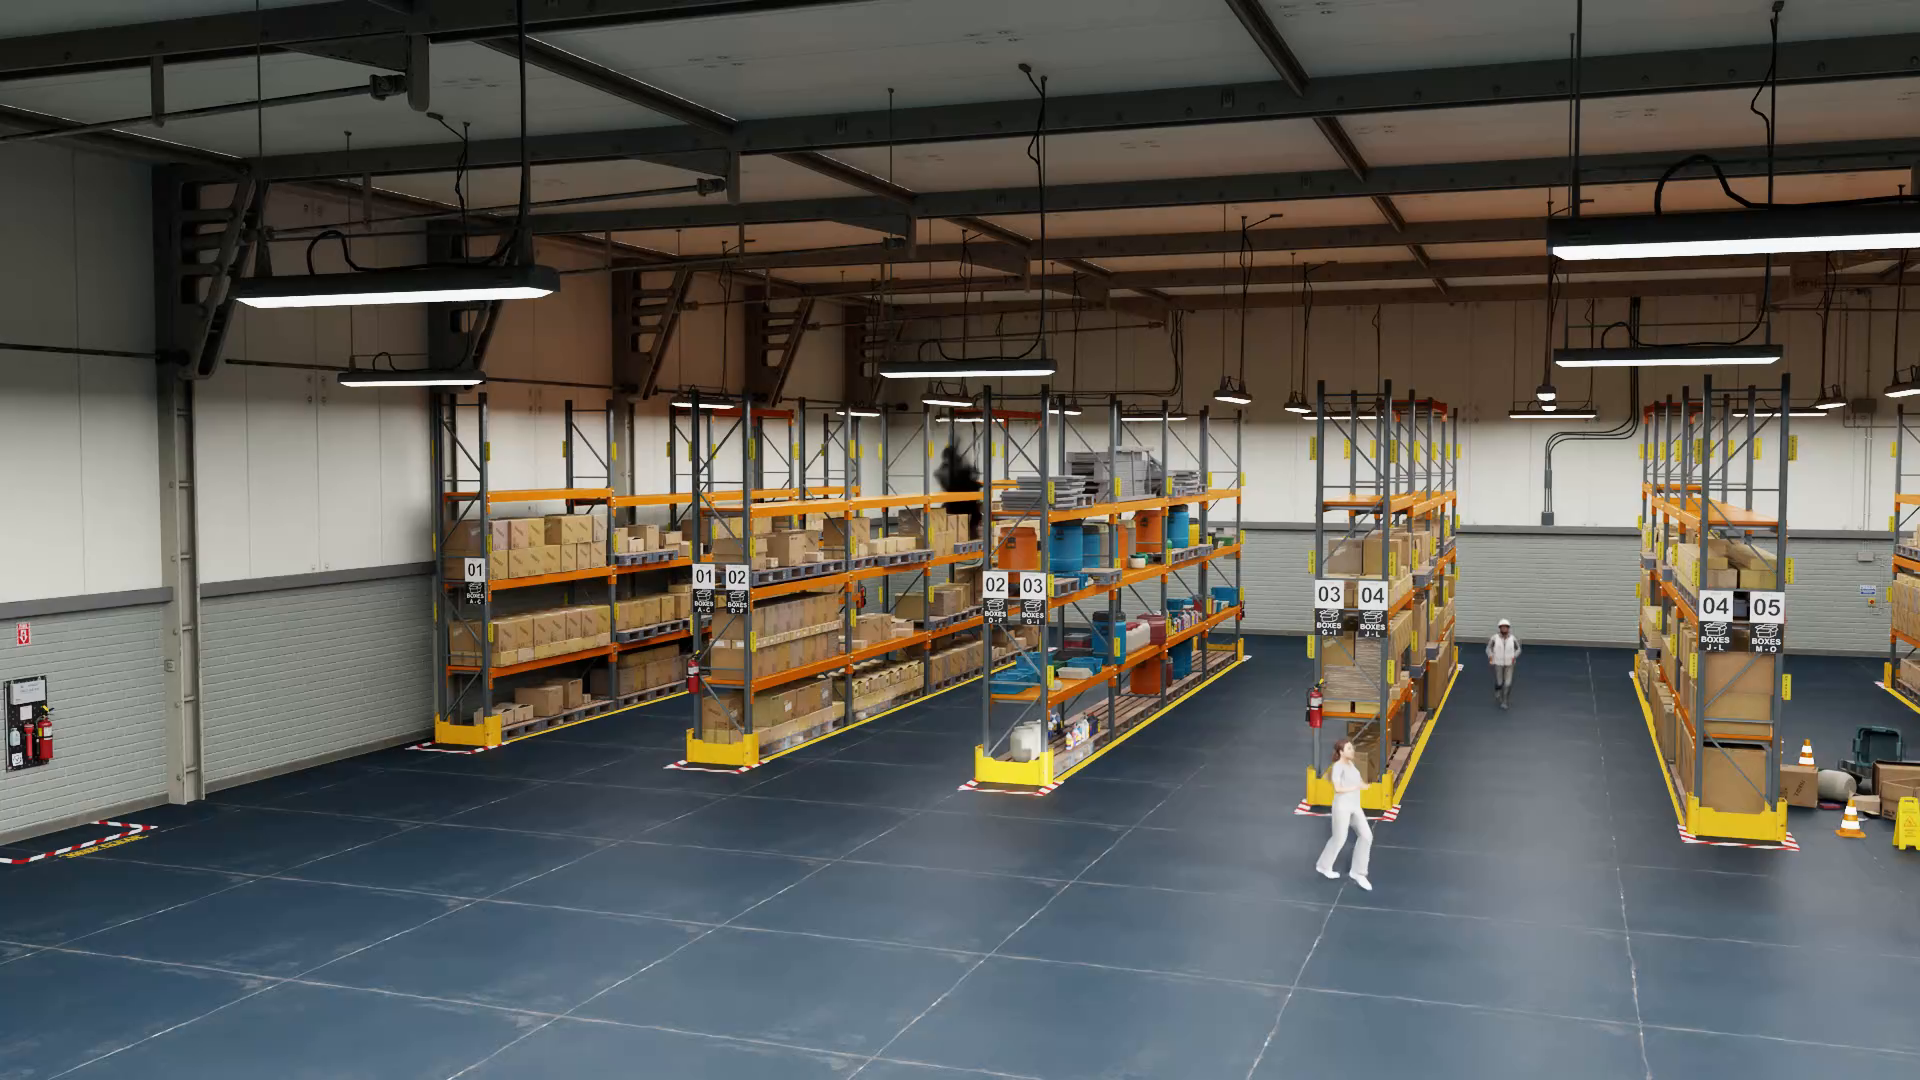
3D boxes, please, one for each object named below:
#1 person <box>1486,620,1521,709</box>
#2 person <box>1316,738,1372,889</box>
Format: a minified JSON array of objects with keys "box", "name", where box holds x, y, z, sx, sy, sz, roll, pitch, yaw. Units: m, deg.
[{"box":[10.621,2.416,32.489,0.659,1.729,0.586,1,3,13],"name":"person"},{"box":[4.442,3.141,19.181,0.547,1.723,0.716,-3,4,-43],"name":"person"}]
